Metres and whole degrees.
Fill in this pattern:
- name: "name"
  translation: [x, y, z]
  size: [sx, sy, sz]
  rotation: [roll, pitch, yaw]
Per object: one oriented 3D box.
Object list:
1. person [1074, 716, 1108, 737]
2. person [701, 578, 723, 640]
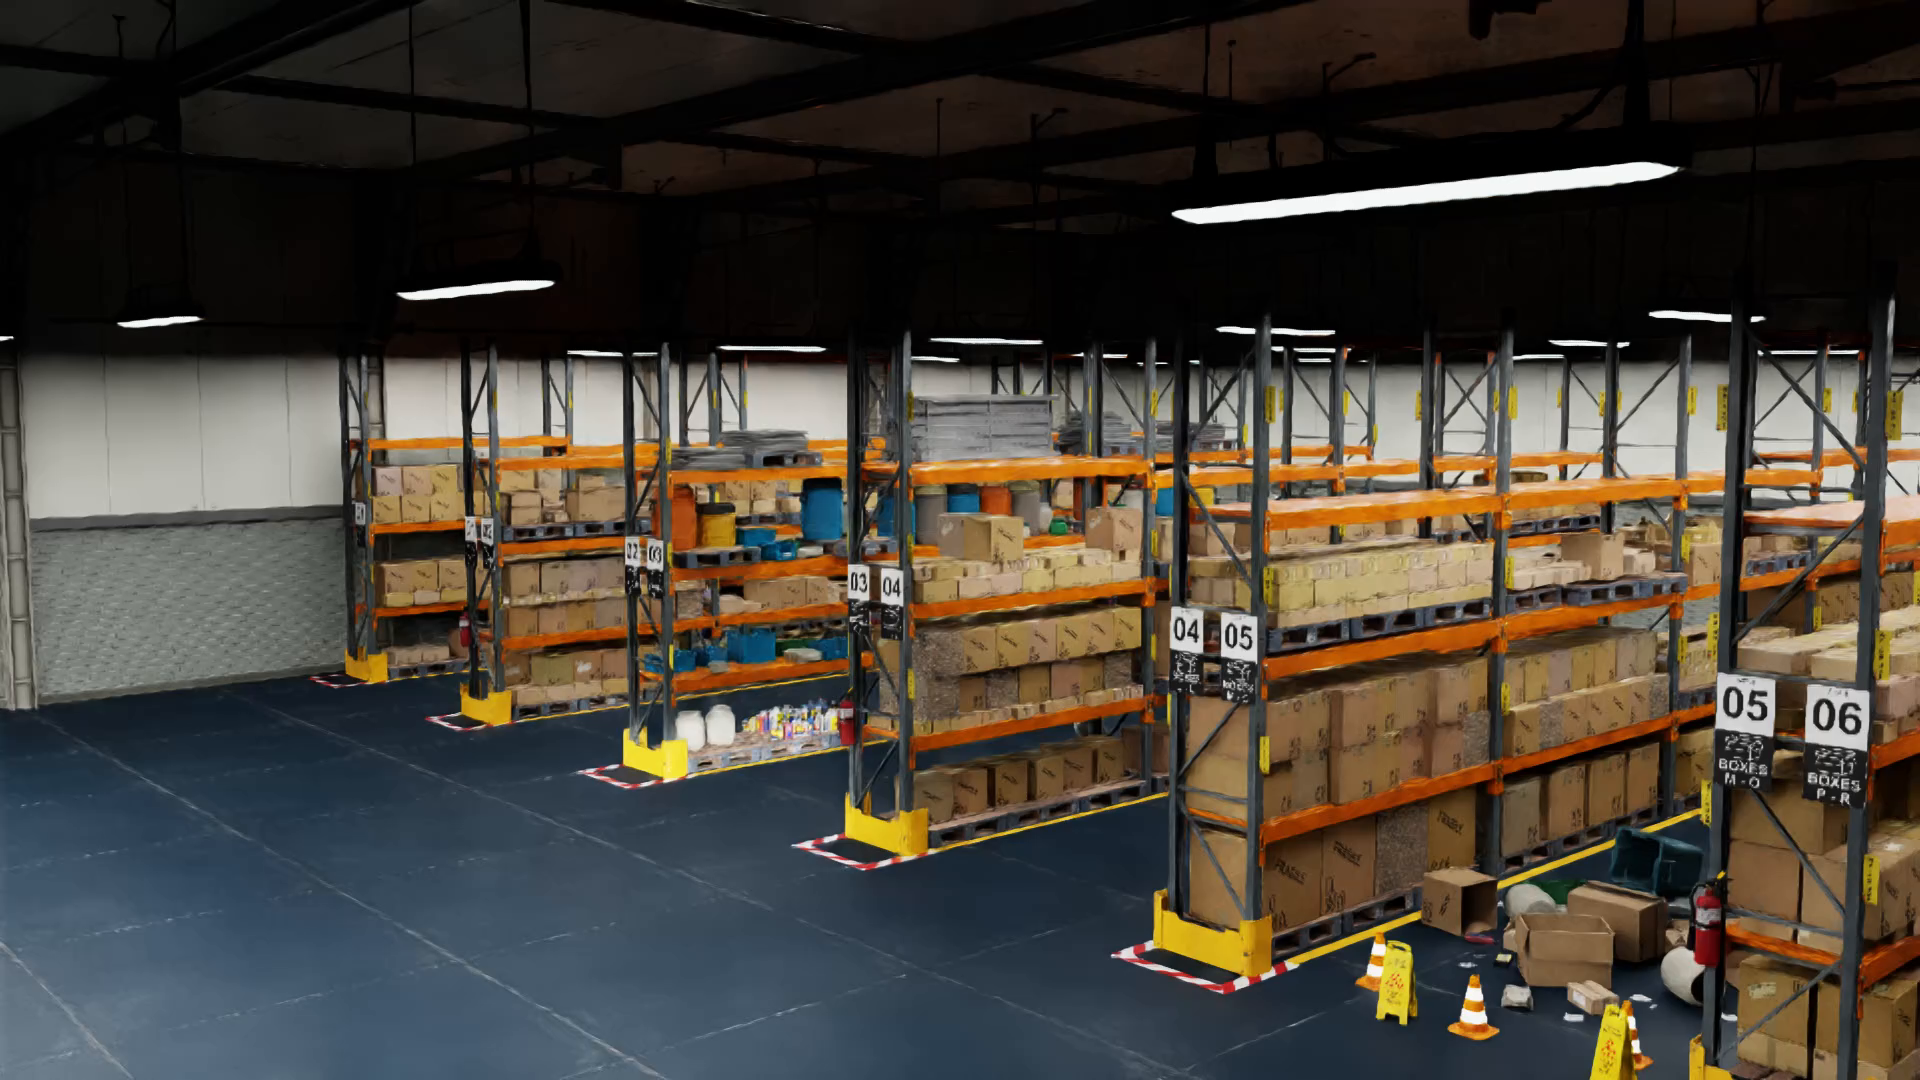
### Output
- name: "person"
  translation: [1.860, 2.217, 23.336]
  size: [0.544, 1.733, 0.729]
  rotation: [-5, 7, -43]
- name: "person"
  translation: [-4.888, 1.497, 32.071]
  size: [1.091, 1.565, 0.481]
  rotation: [-5, 7, -44]
